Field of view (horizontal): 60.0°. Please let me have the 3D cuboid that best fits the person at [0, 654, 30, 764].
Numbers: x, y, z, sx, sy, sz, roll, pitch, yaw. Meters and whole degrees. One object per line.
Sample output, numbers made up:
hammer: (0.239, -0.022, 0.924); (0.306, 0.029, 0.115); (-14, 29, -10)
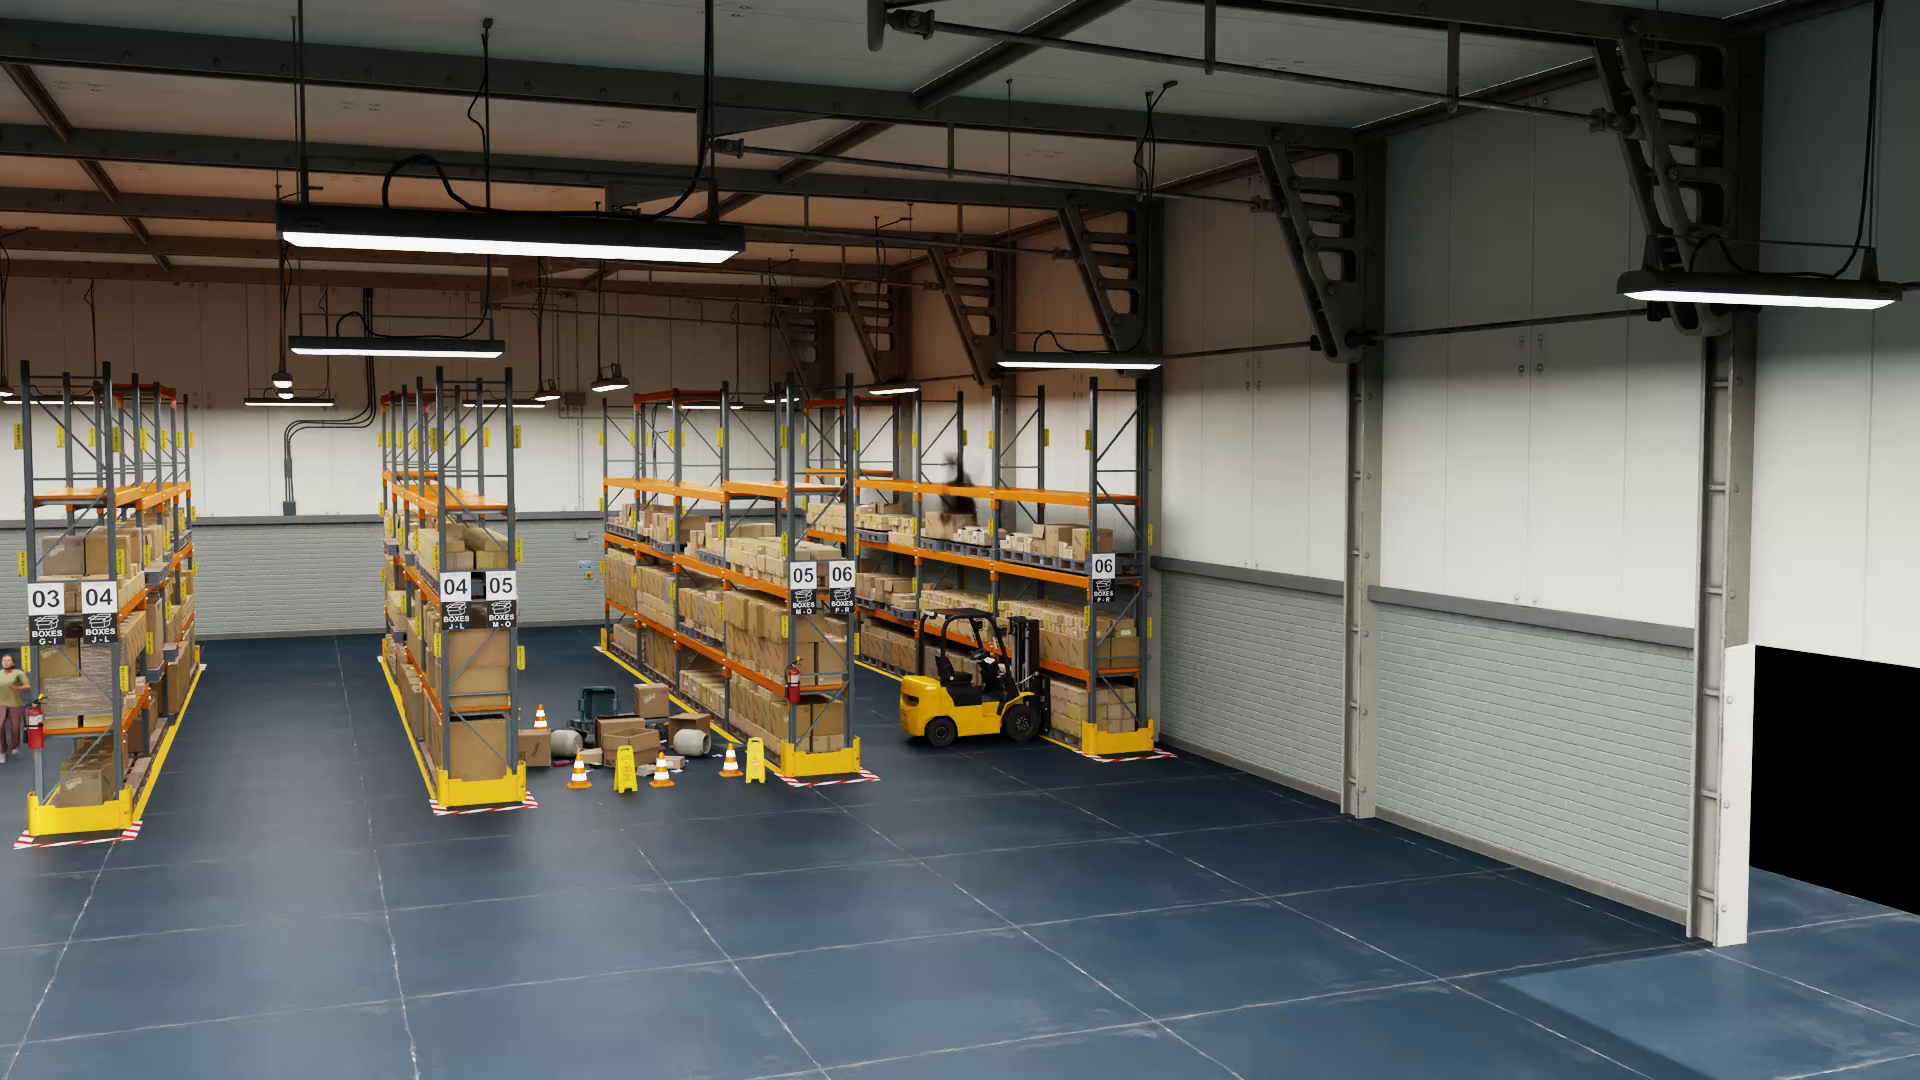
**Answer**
person: (-14.855, 2.620, 26.041); (0.561, 1.715, 0.762); (-1, 4, -22)
